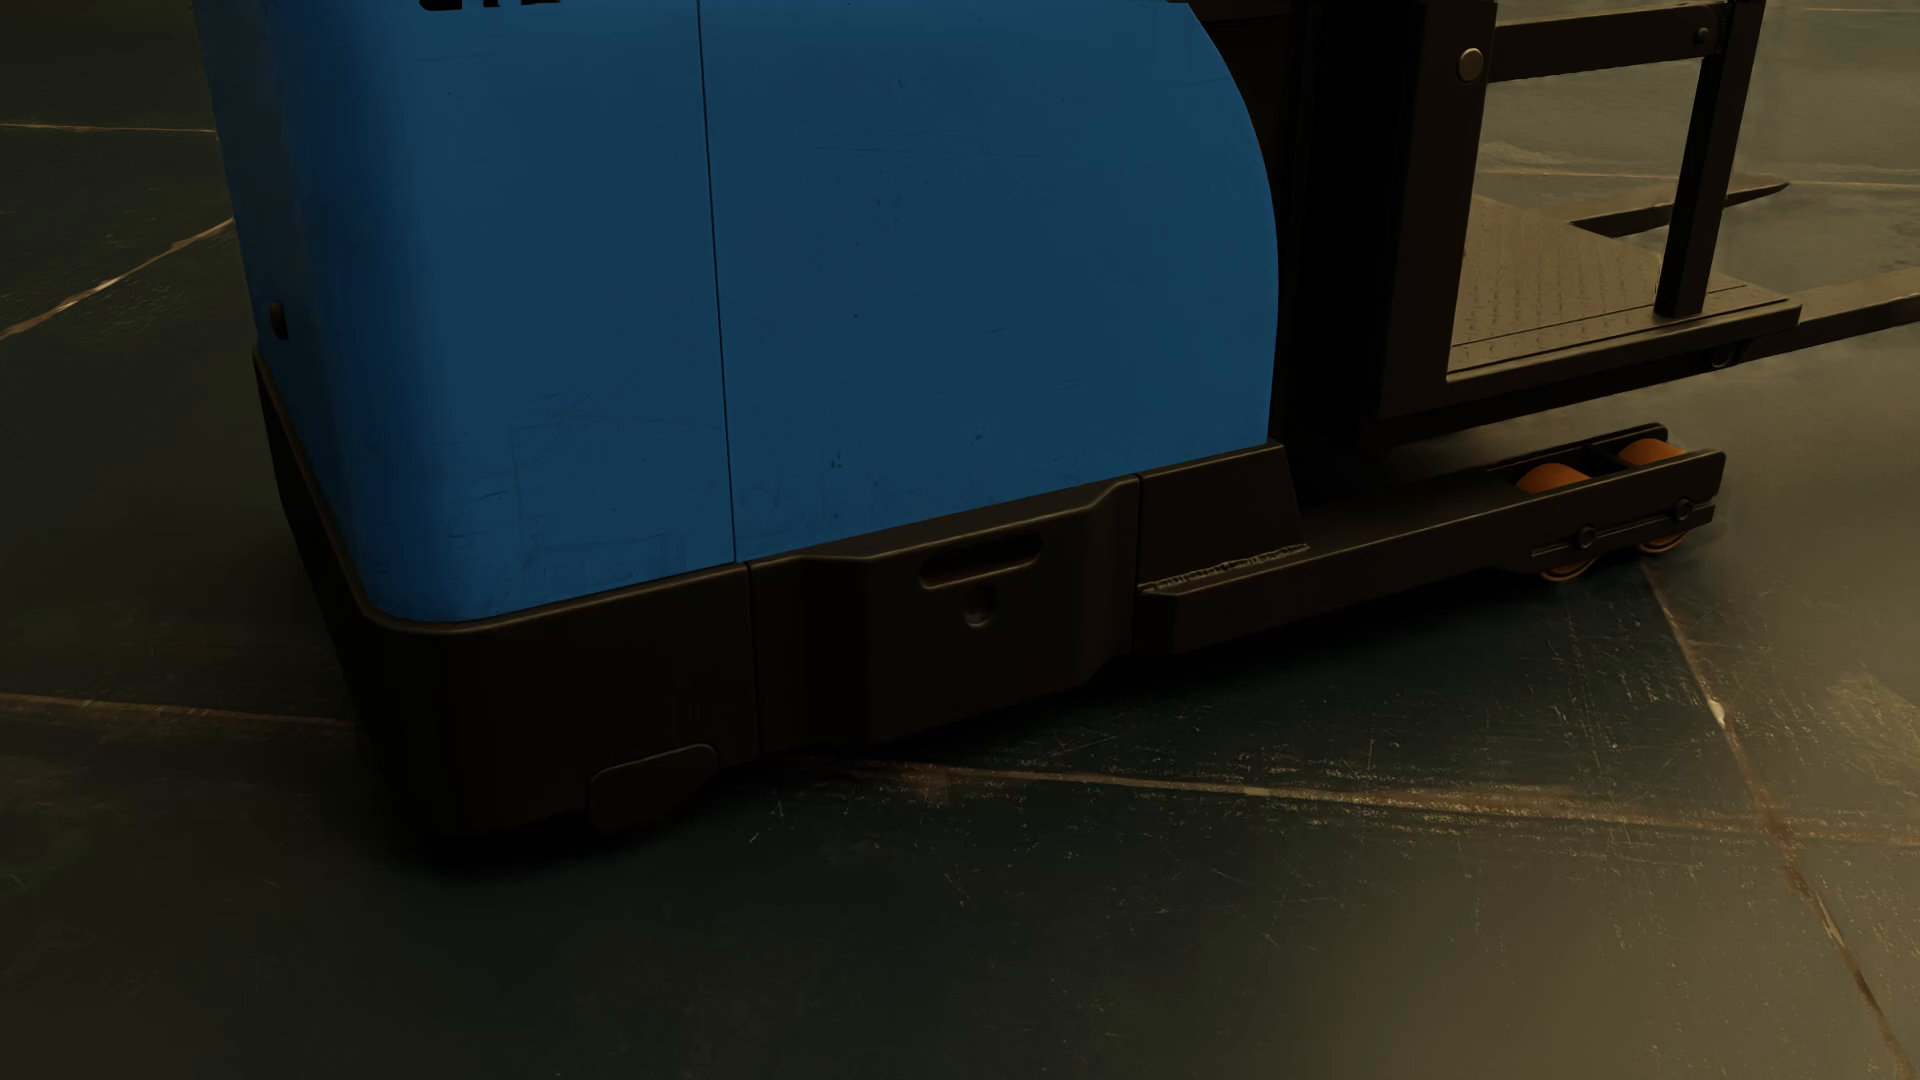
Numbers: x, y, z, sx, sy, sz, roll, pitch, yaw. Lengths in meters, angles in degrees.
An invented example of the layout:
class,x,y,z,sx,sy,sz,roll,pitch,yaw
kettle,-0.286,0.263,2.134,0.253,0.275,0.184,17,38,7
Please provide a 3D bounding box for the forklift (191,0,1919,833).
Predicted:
class,x,y,z,sx,sy,sz,roll,pitch,yaw
forklift,0.541,-1.447,2.116,3.031,2.935,1.130,-13,29,-25
